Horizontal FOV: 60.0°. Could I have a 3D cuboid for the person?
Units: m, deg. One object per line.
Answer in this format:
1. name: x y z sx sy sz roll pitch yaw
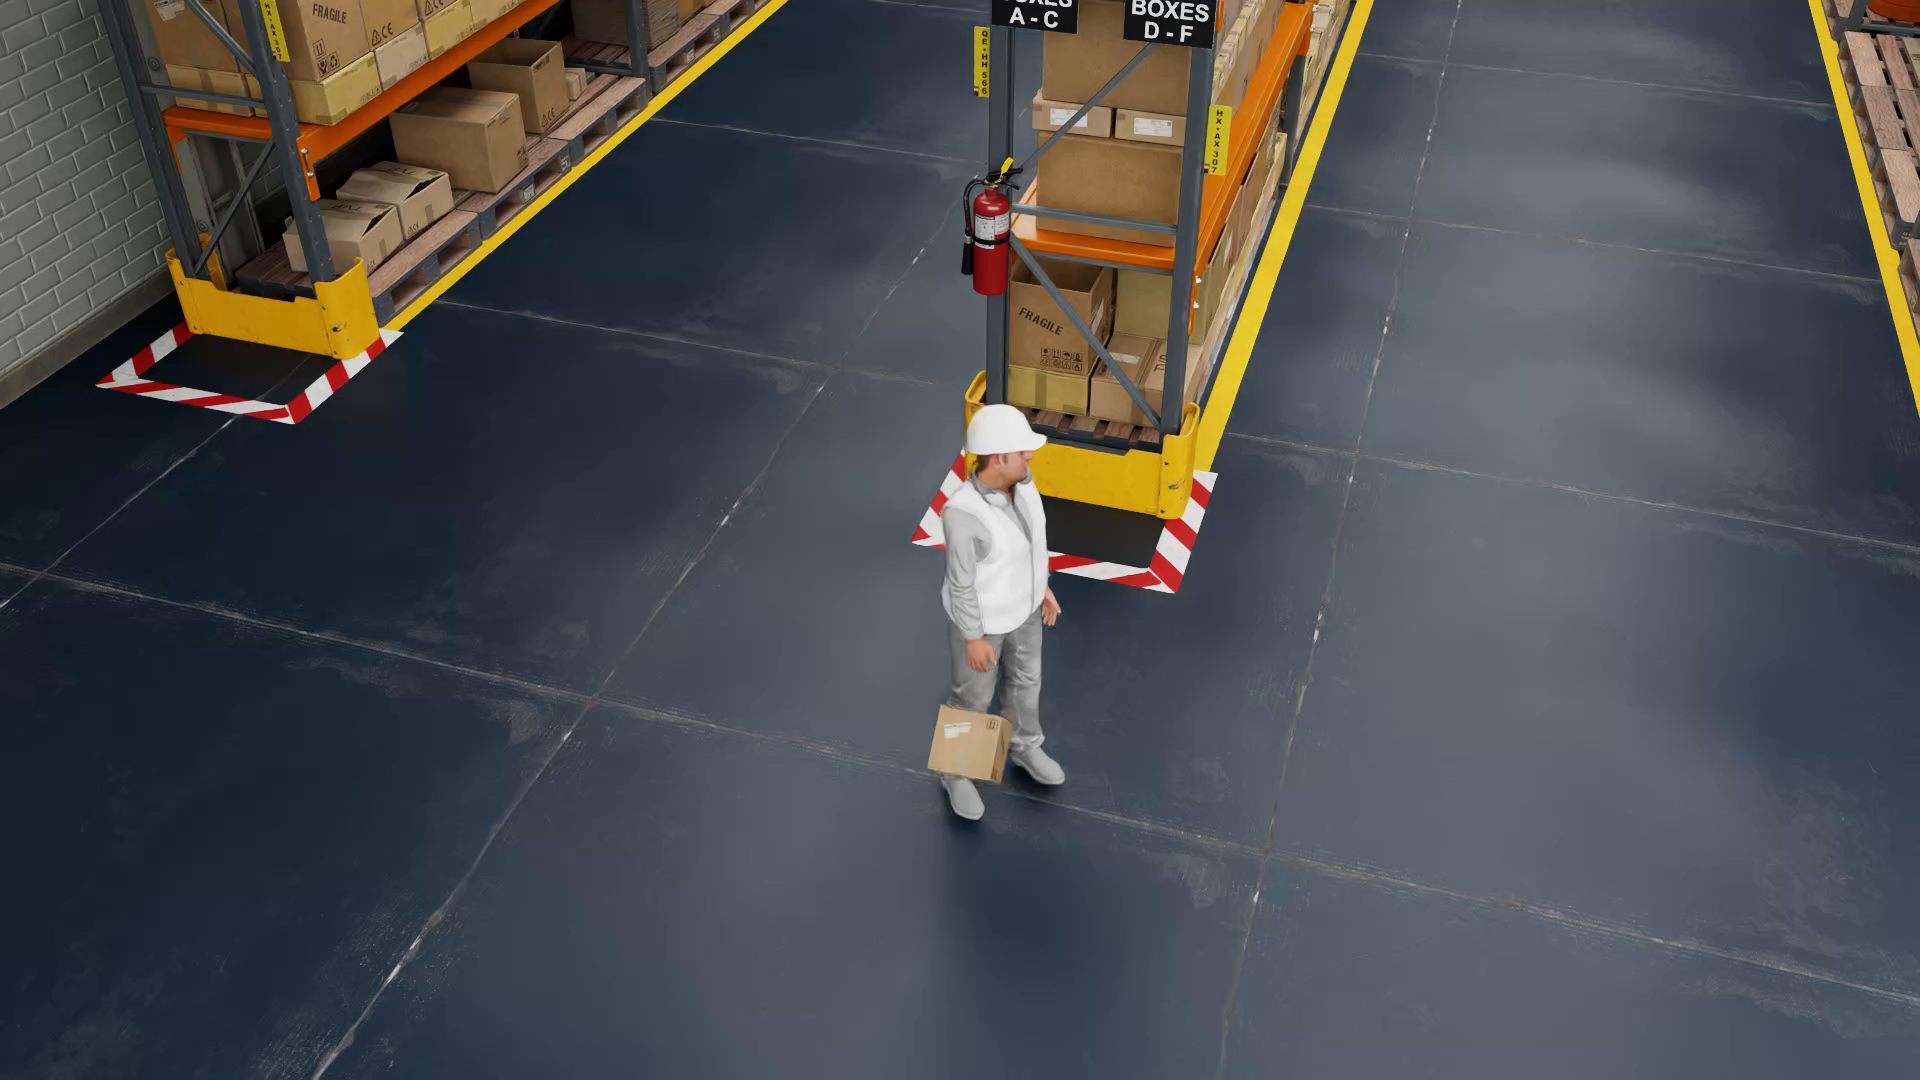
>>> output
1. person: 0.174 0.290 6.443 0.504 1.779 0.571 23 42 27
